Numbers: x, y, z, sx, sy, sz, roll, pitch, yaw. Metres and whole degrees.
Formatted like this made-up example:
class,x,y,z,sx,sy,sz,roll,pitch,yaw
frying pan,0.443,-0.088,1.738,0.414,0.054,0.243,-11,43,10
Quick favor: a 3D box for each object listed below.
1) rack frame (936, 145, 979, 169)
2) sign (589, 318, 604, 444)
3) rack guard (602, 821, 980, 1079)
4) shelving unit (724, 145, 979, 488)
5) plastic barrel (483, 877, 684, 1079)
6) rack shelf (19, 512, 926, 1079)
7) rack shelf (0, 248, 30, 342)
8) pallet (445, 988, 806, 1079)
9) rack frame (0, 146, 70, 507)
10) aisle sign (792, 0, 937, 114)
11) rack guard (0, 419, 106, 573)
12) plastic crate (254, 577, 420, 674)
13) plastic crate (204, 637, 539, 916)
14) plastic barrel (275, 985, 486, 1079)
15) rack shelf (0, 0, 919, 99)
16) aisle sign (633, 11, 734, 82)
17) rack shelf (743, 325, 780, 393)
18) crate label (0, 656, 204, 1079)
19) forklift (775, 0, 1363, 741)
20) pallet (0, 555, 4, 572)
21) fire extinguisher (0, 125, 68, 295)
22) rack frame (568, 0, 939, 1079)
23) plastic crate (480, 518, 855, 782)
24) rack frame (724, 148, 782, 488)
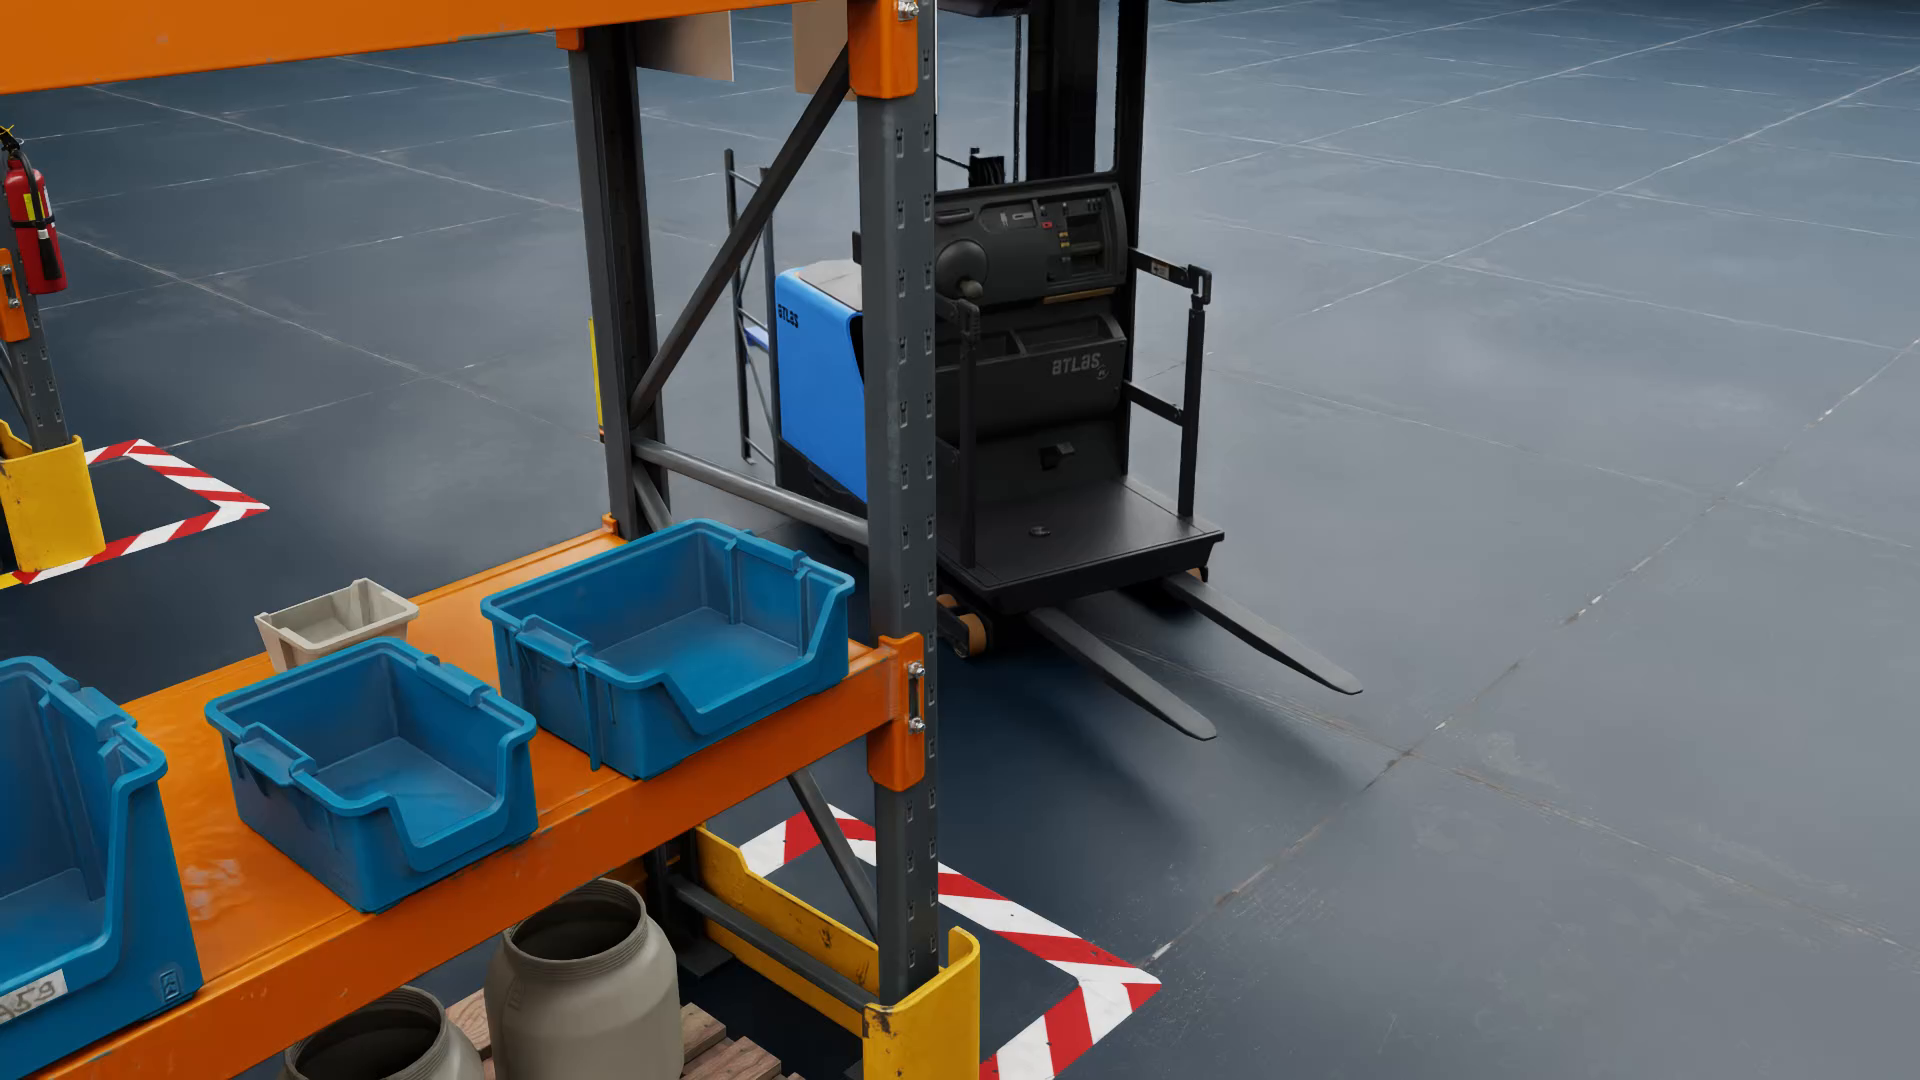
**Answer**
class,x,y,z,sx,sy,sz,roll,pitch,yaw
rack frame,-0.038,-1.192,8.075,0.032,1.500,0.500,-12,27,-25
sign,-0.868,-0.381,4.095,0.100,0.325,0.005,20,31,38
rack guard,-0.476,1.073,4.245,1.175,0.500,0.348,20,31,38
shelving unit,-0.491,-1.098,7.863,1.048,1.500,0.538,-12,27,-25
plastic barrel,-0.843,1.062,3.743,0.421,0.512,0.421,0,24,0
rack shelf,-1.796,0.834,2.602,1.077,0.370,4.000,20,31,38
rack shelf,-5.484,-0.518,5.618,1.077,0.370,4.000,20,31,38
pallet,-1.023,1.451,3.755,1.003,0.211,1.213,20,31,38
rack frame,-4.149,-1.456,6.830,1.000,3.000,0.127,20,31,38
aisle sign,-0.192,-1.230,3.150,0.394,0.787,0.004,20,31,38
rack guard,-4.200,-0.292,7.290,1.175,0.500,0.348,20,31,38
plastic crate,-1.298,0.202,3.456,0.298,0.136,0.250,20,31,38
plastic crate,-1.010,0.395,2.884,0.499,0.251,0.408,20,31,38
plastic barrel,-1.178,1.215,3.402,0.421,0.512,0.421,0,24,0
rack shelf,-1.796,-0.534,1.988,1.077,0.370,4.000,20,31,38
aisle sign,-0.631,-1.391,3.509,0.394,0.787,0.004,20,31,38
rack shelf,-0.491,-0.933,7.937,1.000,0.185,0.538,-12,27,-25
crate label,-1.488,0.515,2.391,0.502,0.435,0.616,20,31,38
forklift,0.331,-1.106,6.134,1.130,2.935,3.031,-13,27,-26
pallet,-4.768,0.078,6.818,1.003,0.211,1.213,20,31,38
fire extinguisher,-3.730,-1.329,6.643,0.296,0.674,0.183,20,31,38
rack frame,-0.461,-0.103,3.814,1.000,3.000,0.127,20,31,38
plastic crate,-0.572,0.199,3.322,0.499,0.251,0.616,20,31,38
rack frame,-0.943,-1.003,7.652,0.032,1.500,0.500,-12,27,-25
